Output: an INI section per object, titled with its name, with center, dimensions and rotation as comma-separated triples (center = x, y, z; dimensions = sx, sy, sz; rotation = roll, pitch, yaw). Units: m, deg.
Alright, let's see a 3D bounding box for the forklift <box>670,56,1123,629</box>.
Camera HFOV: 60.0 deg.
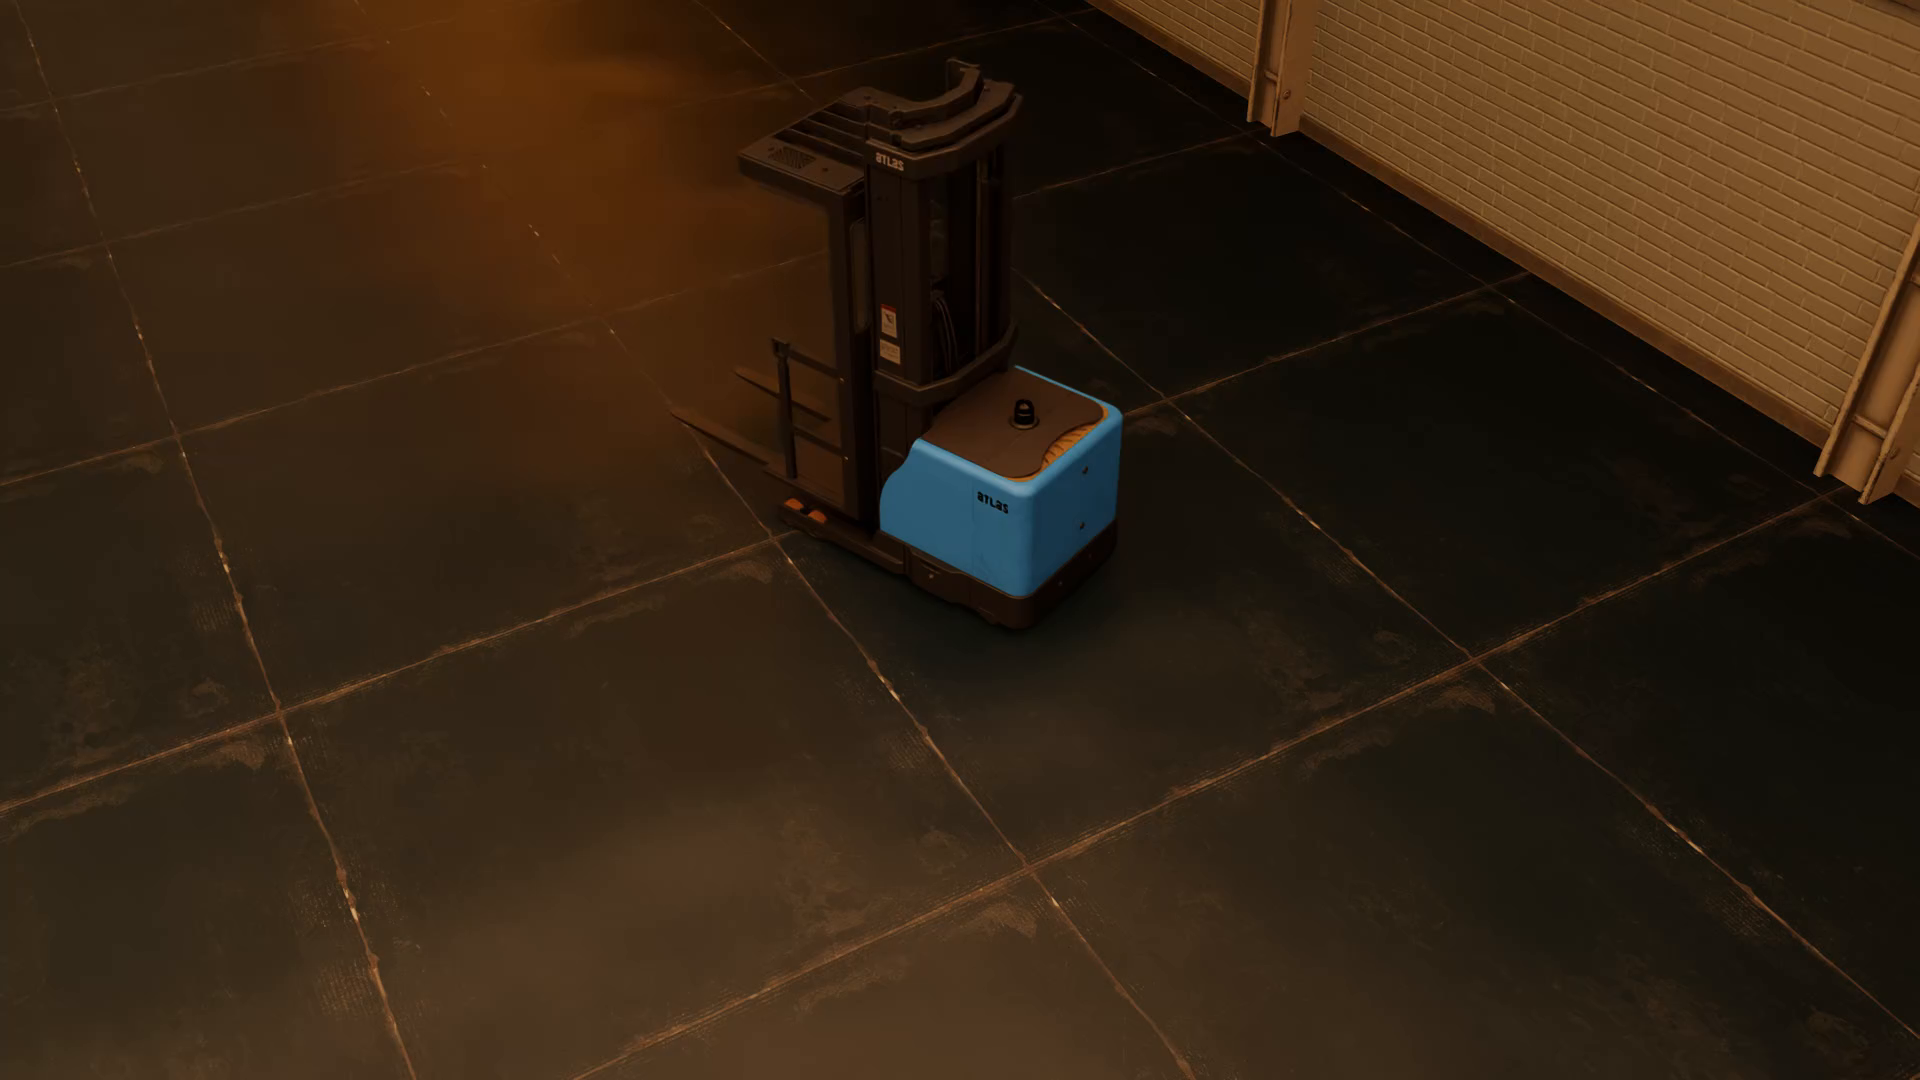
[forklift]
center = -0.521, -1.385, 9.706
dimensions = 3.031, 2.935, 1.130
rotation = 26, 46, 28
